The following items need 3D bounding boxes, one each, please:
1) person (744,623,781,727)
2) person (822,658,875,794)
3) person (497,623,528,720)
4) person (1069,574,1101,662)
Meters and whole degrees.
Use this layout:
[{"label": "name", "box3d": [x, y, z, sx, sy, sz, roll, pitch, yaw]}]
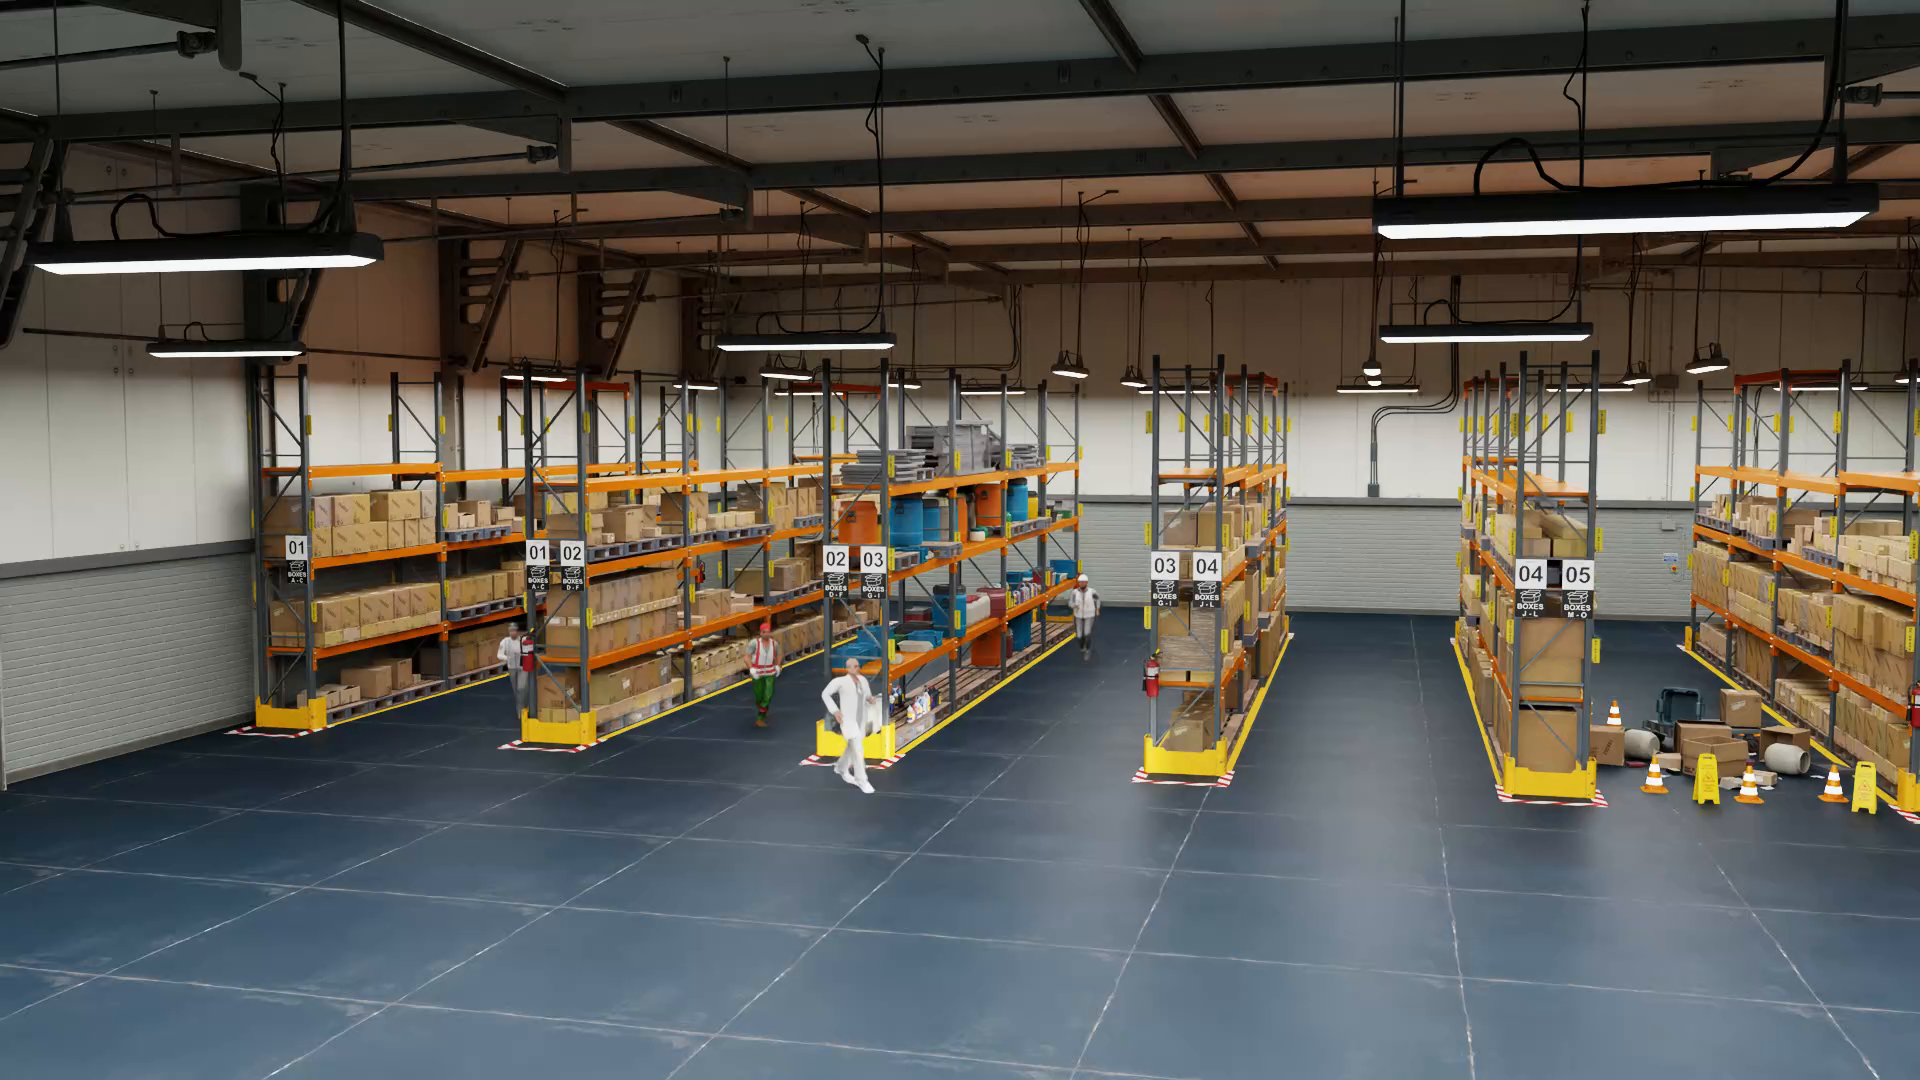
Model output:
[{"label": "person", "box3d": [-3.298, 2.231, 27.758, 0.649, 1.735, 0.625, -1, 4, -17]}, {"label": "person", "box3d": [-1.505, 2.529, 22.873, 0.896, 1.824, 0.749, 4, 6, 44]}, {"label": "person", "box3d": [-7.598, 2.212, 28.572, 0.598, 1.660, 0.942, 0, 4, -1]}, {"label": "person", "box3d": [2.557, 1.599, 34.263, 0.631, 1.789, 0.810, 1, 4, 13]}]
